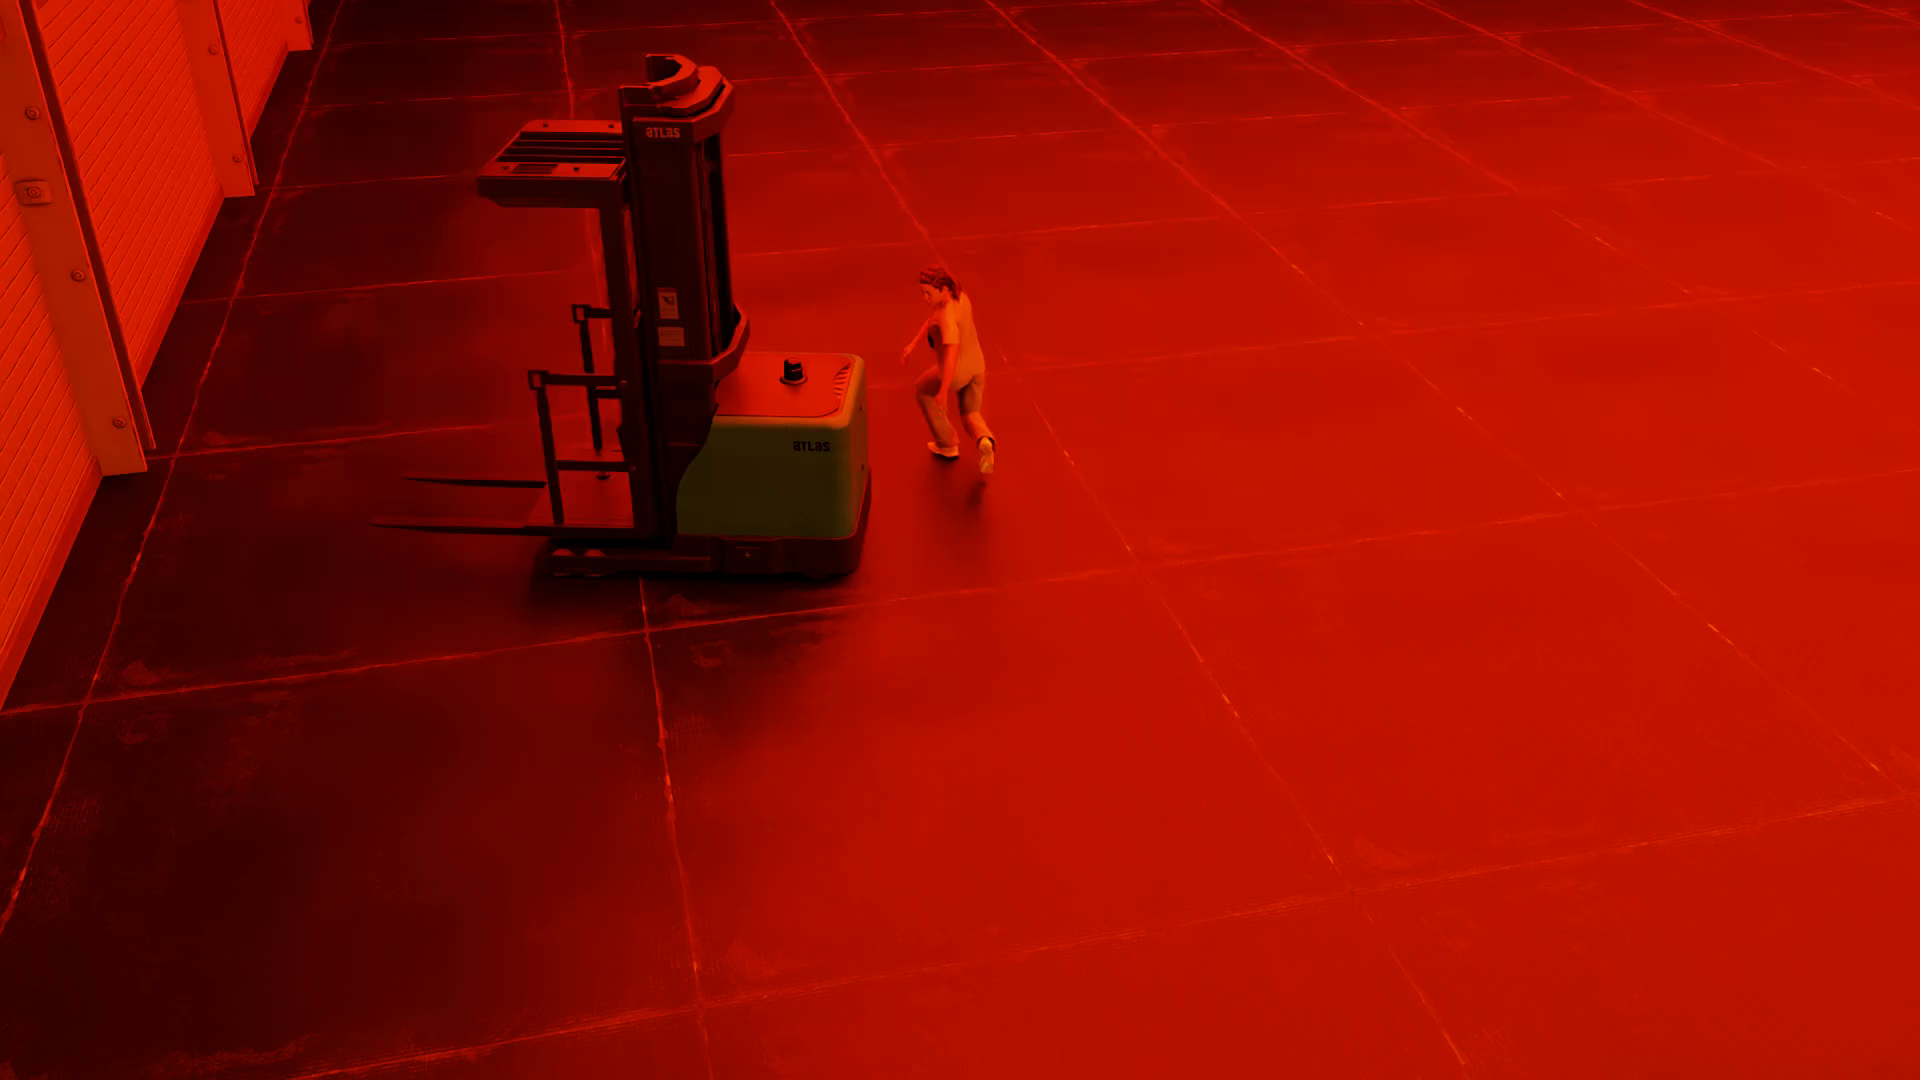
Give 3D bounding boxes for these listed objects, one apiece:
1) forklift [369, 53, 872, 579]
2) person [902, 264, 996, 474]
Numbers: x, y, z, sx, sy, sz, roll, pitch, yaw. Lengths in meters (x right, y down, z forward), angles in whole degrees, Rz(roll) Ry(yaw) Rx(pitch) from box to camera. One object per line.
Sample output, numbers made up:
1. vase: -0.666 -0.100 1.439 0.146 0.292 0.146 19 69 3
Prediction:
1. forklift: -2.111 -1.304 9.827 3.031 2.935 1.130 2 30 3
2. person: -0.060 -1.130 11.055 0.562 1.456 0.838 -27 39 -38
